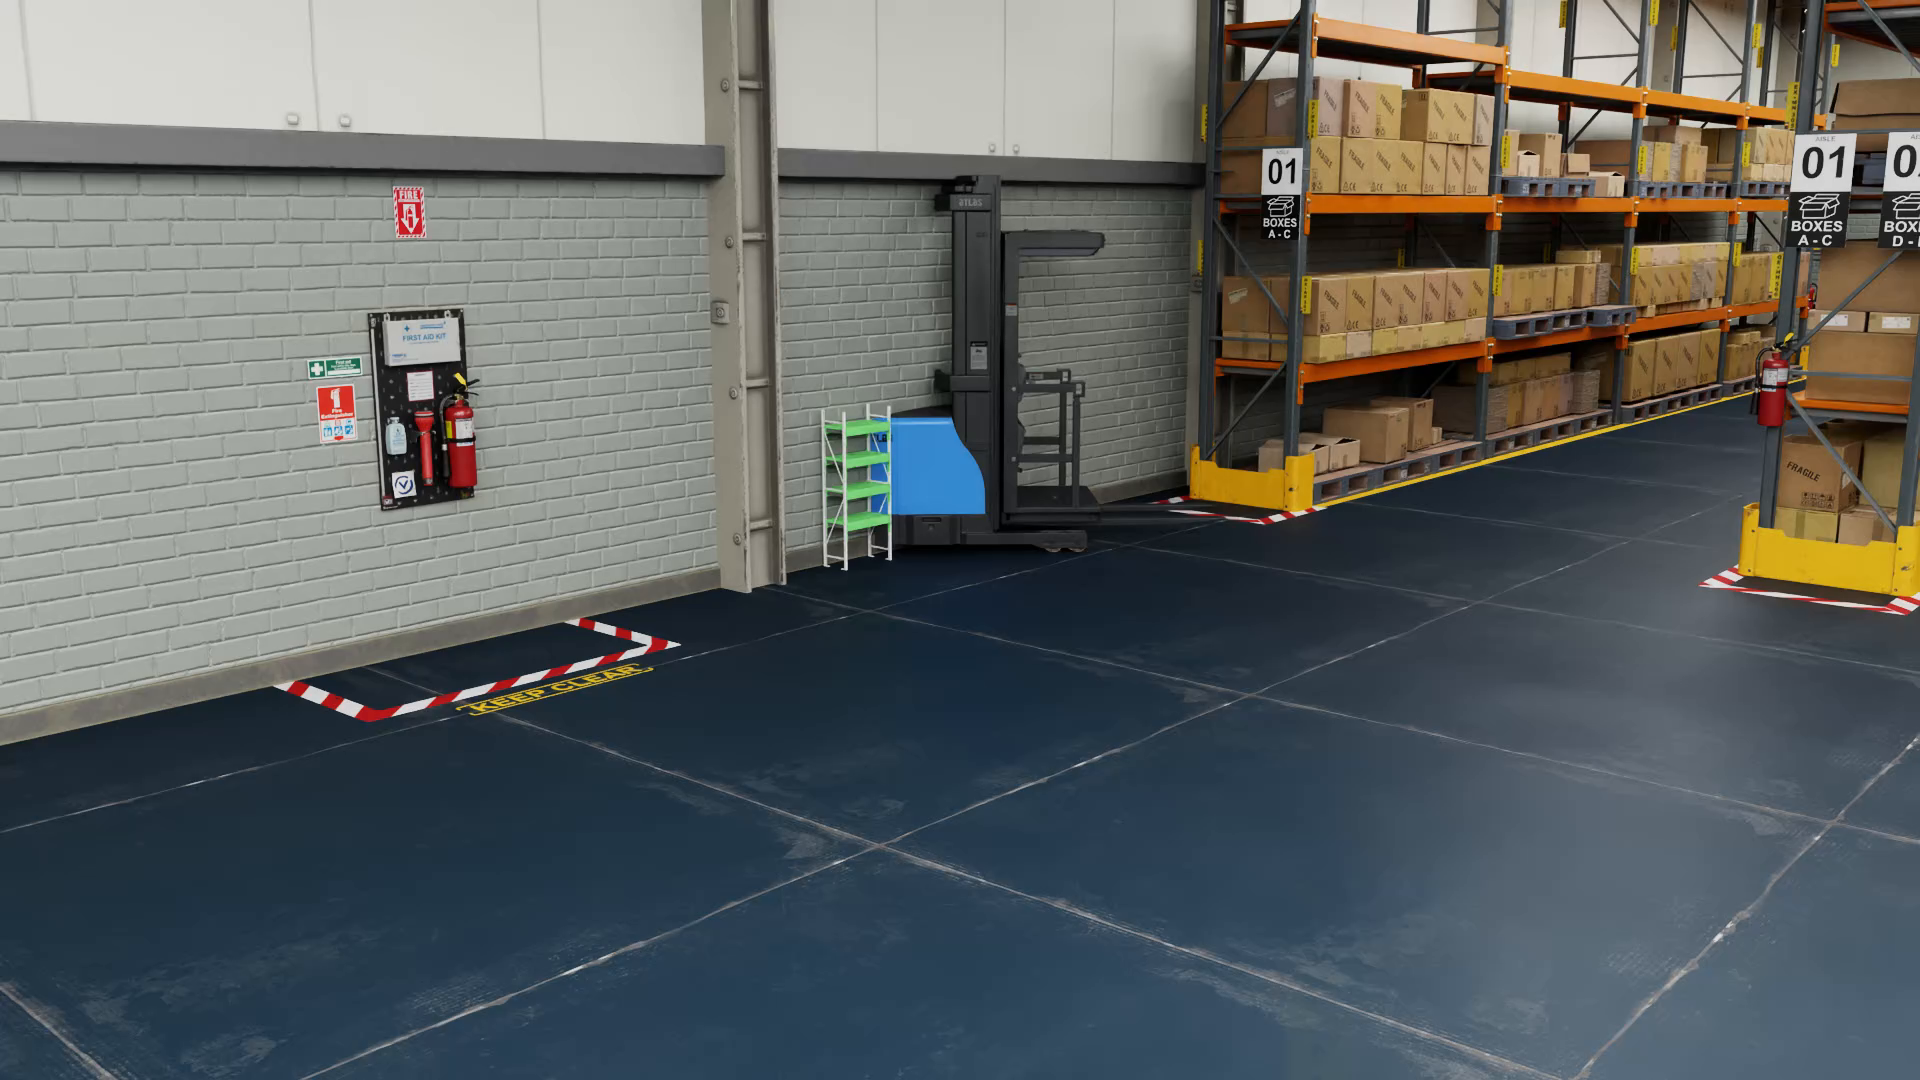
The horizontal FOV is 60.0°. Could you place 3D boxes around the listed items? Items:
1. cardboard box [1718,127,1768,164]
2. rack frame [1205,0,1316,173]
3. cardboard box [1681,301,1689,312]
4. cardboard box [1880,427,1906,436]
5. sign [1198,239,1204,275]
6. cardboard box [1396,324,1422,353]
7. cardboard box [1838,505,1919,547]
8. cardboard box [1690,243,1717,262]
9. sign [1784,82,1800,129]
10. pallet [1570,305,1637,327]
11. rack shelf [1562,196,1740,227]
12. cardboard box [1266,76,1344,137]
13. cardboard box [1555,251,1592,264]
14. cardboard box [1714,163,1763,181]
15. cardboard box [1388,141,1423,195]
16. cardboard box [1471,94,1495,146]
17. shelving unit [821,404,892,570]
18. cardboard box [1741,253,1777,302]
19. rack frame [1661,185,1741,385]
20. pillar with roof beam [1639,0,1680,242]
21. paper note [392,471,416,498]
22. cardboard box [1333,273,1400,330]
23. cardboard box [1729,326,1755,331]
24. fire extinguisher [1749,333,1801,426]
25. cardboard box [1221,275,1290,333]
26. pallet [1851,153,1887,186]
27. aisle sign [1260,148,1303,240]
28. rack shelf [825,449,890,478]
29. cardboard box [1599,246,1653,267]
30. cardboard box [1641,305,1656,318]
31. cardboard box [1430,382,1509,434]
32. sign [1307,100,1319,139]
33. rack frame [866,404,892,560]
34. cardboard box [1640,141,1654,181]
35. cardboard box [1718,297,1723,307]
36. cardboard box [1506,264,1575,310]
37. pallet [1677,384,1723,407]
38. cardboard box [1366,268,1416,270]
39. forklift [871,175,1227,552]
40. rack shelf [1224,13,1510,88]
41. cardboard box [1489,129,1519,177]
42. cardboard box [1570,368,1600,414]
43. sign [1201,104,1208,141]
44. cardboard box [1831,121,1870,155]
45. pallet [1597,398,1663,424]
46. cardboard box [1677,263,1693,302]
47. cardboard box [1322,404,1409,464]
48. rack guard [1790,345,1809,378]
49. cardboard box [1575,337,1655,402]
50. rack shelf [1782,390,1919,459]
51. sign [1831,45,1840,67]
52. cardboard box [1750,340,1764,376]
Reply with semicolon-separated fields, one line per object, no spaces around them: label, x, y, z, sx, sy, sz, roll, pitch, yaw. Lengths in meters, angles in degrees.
cardboard box;11.246;-5.664;23.893;0.500;0.500;0.500;10;15;40
rack frame;2.644;-4.752;14.526;1.000;3.000;0.127;10;15;40
cardboard box;9.683;-3.194;22.636;0.380;0.149;0.250;9;15;39
cardboard box;7.537;-0.594;13.062;0.500;0.500;0.500;10;15;40
sign;2.240;-2.607;15.343;0.100;0.325;0.005;10;15;40
cardboard box;4.212;-2.003;16.414;0.500;0.250;0.500;10;15;41
cardboard box;6.888;-0.078;12.389;0.500;0.250;0.500;10;15;40
cardboard box;10.104;-3.972;22.959;0.500;0.250;0.500;10;15;42
sign;5.969;-3.108;11.898;0.100;0.325;0.005;10;15;40
pallet;7.534;-2.774;20.431;1.213;0.211;1.003;10;15;40
rack shelf;9.245;-4.399;22.256;1.077;0.370;4.000;10;15;40
cardboard box;3.080;-3.855;14.837;0.500;0.500;0.500;8;14;36
cardboard box;7.518;-3.466;20.370;0.380;0.149;0.250;7;13;31
cardboard box;11.219;-5.295;23.961;0.500;0.250;0.500;10;15;40
cardboard box;4.111;-3.589;16.059;0.500;0.500;0.500;11;16;44
cardboard box;5.157;-4.310;17.112;0.500;0.500;0.500;8;14;36
shelving unit;-0.787;-0.411;12.706;0.258;1.200;0.503;10;15;40
cardboard box;11.894;-4.015;25.389;0.980;0.700;0.700;9;14;38
rack frame;10.565;-3.575;23.953;1.000;3.000;0.127;10;15;40
pillar with roof beam;13.611;-6.175;21.654;9.100;9.000;0.400;10;15;40
paper note;-3.333;-0.334;9.974;0.016;0.148;0.142;10;15;40
cardboard box;3.864;-2.292;15.944;0.500;0.500;0.500;9;14;39
cardboard box;12.251;-3.279;26.123;0.380;0.149;0.250;10;15;41
fire extinguisher;5.940;-1.175;12.131;0.296;0.674;0.183;10;15;40
cardboard box;2.795;-2.211;15.538;0.500;0.500;0.500;10;15;40
pallet;6.853;-2.698;12.129;1.003;0.211;1.213;10;15;40
aisle sign;2.821;-3.035;14.612;0.394;0.787;0.004;10;15;40
rack shelf;-0.787;-0.584;12.672;0.258;0.148;0.480;10;15;40
cardboard box;8.437;-3.597;21.081;0.500;0.250;0.500;10;15;42
cardboard box;8.728;-2.956;21.443;0.380;0.149;0.250;10;15;42
cardboard box;5.757;-1.499;18.815;0.700;0.500;0.500;10;15;42
sign;3.051;-3.639;14.383;0.100;0.325;0.005;10;15;40
rack frame;-0.627;-0.447;12.887;0.240;1.200;0.015;10;15;40
cardboard box;8.512;-4.886;21.479;0.700;0.500;0.500;9;14;37
cardboard box;10.554;-3.376;23.543;0.380;0.149;0.250;10;15;41
cardboard box;6.816;-2.995;19.669;0.700;0.500;0.500;10;15;40
pallet;10.112;-2.085;23.609;1.003;0.211;1.213;10;15;40
cardboard box;4.473;-2.584;17.410;0.500;0.500;0.500;10;15;40
forklift;0.628;-1.443;13.452;3.031;2.935;1.130;-1;11;-3
rack shelf;3.964;-4.691;16.070;1.077;0.370;4.000;10;15;40
cardboard box;5.705;-4.194;18.066;0.500;0.500;0.500;-9;15;-39
cardboard box;7.488;-1.864;20.644;0.700;0.500;0.500;10;15;41
sign;2.240;-3.790;15.107;0.100;0.325;0.005;10;15;40
cardboard box;6.929;-3.045;12.595;0.500;0.250;0.500;10;15;40
pallet;8.501;-1.726;21.812;1.003;0.211;1.213;10;15;40
cardboard box;9.456;-3.456;22.291;0.500;0.500;0.500;10;15;42
cardboard box;4.066;-1.075;16.695;0.700;0.500;0.500;9;14;37
rack guard;13.221;-2.941;27.162;1.175;0.500;0.348;10;15;40
cardboard box;8.508;-2.230;21.633;0.750;0.750;0.750;10;15;40
rack shelf;7.687;-1.111;13.453;1.077;0.370;4.000;10;15;40
sign;13.604;-7.530;25.851;0.100;0.325;0.005;10;15;40
cardboard box;11.810;-2.801;25.386;0.700;0.500;0.500;10;15;42
